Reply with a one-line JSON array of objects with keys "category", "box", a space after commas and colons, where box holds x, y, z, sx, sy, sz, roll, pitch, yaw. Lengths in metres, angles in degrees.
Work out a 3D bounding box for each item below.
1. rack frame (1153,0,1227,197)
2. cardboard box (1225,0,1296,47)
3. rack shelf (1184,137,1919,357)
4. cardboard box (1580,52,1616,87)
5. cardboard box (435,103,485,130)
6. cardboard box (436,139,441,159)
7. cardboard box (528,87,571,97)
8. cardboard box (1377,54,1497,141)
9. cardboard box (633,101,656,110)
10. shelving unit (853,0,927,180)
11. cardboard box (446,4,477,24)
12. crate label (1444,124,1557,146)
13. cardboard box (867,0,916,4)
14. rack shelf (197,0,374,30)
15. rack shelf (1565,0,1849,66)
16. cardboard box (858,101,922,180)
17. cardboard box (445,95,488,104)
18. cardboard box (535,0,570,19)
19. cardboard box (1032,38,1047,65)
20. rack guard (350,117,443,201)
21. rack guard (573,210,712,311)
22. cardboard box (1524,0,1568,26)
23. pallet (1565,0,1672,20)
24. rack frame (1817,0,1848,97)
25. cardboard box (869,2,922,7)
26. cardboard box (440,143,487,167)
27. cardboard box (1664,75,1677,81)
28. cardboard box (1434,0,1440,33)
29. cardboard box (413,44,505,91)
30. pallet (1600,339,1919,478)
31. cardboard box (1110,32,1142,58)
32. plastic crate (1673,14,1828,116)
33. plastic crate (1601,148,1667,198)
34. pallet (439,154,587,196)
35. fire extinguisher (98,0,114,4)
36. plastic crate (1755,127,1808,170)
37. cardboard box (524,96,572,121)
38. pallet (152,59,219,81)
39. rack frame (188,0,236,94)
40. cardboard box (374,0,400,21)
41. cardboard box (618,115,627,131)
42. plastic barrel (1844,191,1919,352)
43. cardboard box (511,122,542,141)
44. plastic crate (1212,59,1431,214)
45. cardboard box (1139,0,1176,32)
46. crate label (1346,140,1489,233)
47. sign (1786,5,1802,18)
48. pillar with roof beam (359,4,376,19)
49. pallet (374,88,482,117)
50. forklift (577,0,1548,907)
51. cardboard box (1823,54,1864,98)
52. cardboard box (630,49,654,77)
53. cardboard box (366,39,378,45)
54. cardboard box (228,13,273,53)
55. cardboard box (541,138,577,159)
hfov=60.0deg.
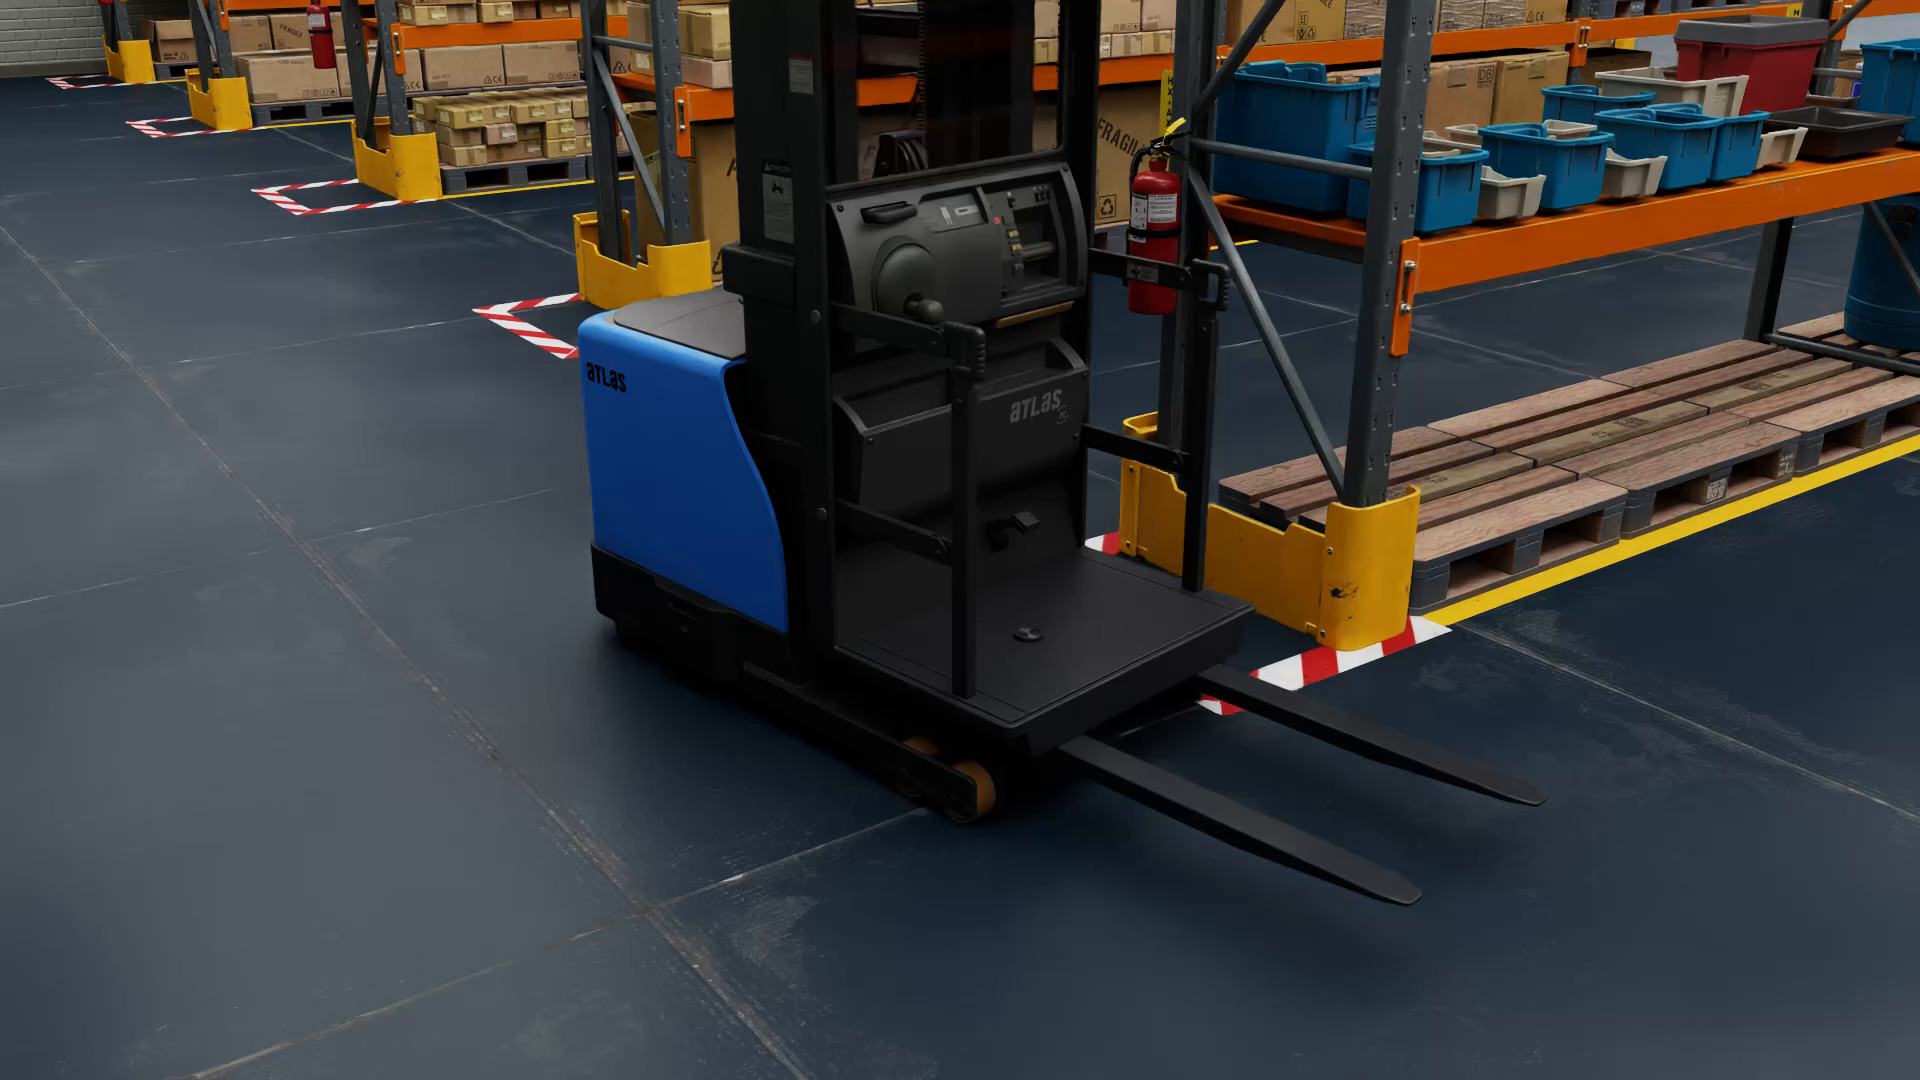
[{"category": "rack frame", "box": [1.424, -3.594, 11.355, 0.127, 3.000, 1.000, -15, 26, -33]}, {"category": "cardboard box", "box": [1.943, -3.665, 11.398, 0.500, 0.500, 0.500, -15, 26, -33]}, {"category": "rack shelf", "box": [2.693, -1.337, 6.670, 4.000, 0.370, 1.077, -15, 26, -33]}, {"category": "cardboard box", "box": [5.197, -4.005, 14.154, 0.500, 0.250, 0.500, -14, 26, -31]}, {"category": "cardboard box", "box": [-4.014, -3.401, 13.348, 0.250, 0.149, 0.380, -16, 27, -35]}, {"category": "cardboard box", "box": [-4.332, -3.290, 13.873, 0.250, 0.149, 0.380, -14, 26, -32]}, {"category": "cardboard box", "box": [-3.550, -3.823, 14.408, 0.250, 0.149, 0.380, -14, 26, -31]}, {"category": "cardboard box", "box": [3.370, -3.334, 13.005, 0.875, 0.875, 1.225, -15, 26, -33]}, {"category": "cardboard box", "box": [-2.809, -3.775, 14.286, 0.250, 0.149, 0.380, -15, 26, -33]}, {"category": "shelving unit", "box": [-0.071, -0.945, 5.932, 0.431, 2.100, 0.503, 18, 28, 38]}, {"category": "cardboard box", "box": [-4.001, -4.164, 13.124, 0.250, 0.149, 0.380, -14, 26, -31]}, {"category": "crate label", "box": [2.081, -1.500, 6.384, 0.243, 0.136, 0.396, -15, 26, -33]}, {"category": "cardboard box", "box": [-0.453, -3.390, 9.633, 0.500, 0.500, 0.500, -16, 27, -34]}, {"category": "rack shelf", "box": [-5.987, -5.808, 17.875, 4.000, 0.370, 1.077, -15, 26, -33]}, {"category": "rack shelf", "box": [6.294, -4.558, 14.743, 4.000, 0.370, 1.077, -15, 26, -33]}, {"category": "cardboard box", "box": [-0.612, -2.296, 10.403, 0.875, 0.875, 0.875, -15, 26, -33]}, {"category": "cardboard box", "box": [-4.119, -3.617, 13.891, 0.250, 0.149, 0.380, -14, 26, -32]}, {"category": "cardboard box", "box": [-3.386, -4.355, 13.602, 0.250, 0.149, 0.380, -15, 26, -33]}, {"category": "cardboard box", "box": [0.325, -3.034, 10.292, 0.250, 0.149, 0.380, -15, 26, -34]}, {"category": "rack guard", "box": [-4.576, -3.098, 13.484, 0.348, 0.500, 1.175, -15, 26, -33]}, {"category": "rack guard", "box": [-1.843, -1.562, 9.636, 0.348, 0.500, 1.175, -15, 26, -33]}, {"category": "cardboard box", "box": [4.415, -4.325, 13.052, 0.500, 0.500, 0.500, -14, 26, -31]}, {"category": "pallet", "box": [5.187, -4.557, 14.027, 1.003, 0.211, 1.213, -15, 26, -33]}, {"category": "rack frame", "box": [7.918, -5.325, 15.695, 0.127, 3.000, 1.000, -15, 26, -33]}, {"category": "cardboard box", "box": [-0.448, -3.041, 9.772, 0.500, 0.250, 0.500, -16, 27, -35]}, {"category": "cardboard box", "box": [-4.026, -3.130, 13.473, 0.250, 0.149, 0.380, -14, 26, -32]}, {"category": "cardboard box", "box": [6.102, -3.903, 14.909, 0.500, 0.500, 0.700, -12, 25, -28]}, {"category": "cardboard box", "box": [3.174, -3.995, 12.227, 0.500, 0.500, 0.500, -14, 26, -32]}, {"category": "cardboard box", "box": [-5.662, -5.283, 18.478, 0.875, 0.438, 0.875, -16, 27, -34]}, {"category": "pallet", "box": [3.742, -0.638, 7.710, 1.213, 0.211, 1.003, -15, 26, -33]}, {"category": "cardboard box", "box": [0.950, -3.201, 10.711, 0.250, 0.149, 0.380, -15, 26, -34]}, {"category": "plastic crate", "box": [3.445, -2.044, 7.303, 0.583, 0.464, 0.402, -15, 26, -33]}, {"category": "plastic crate", "box": [2.322, -1.289, 5.854, 0.298, 0.136, 0.250, -15, 26, -33]}, {"category": "pallet", "box": [-3.896, -3.129, 13.952, 1.213, 0.211, 1.003, -15, 26, -33]}, {"category": "fire extinguisher", "box": [-10.362, -6.822, 20.053, 0.183, 0.674, 0.296, -15, 26, -33]}, {"category": "plastic crate", "box": [3.079, -1.542, 6.488, 0.466, 0.136, 0.293, -15, 26, -33]}, {"category": "cardboard box", "box": [-3.428, -3.591, 13.826, 0.250, 0.149, 0.380, -16, 27, -35]}, {"category": "pallet", "box": [-9.804, -6.096, 21.389, 1.213, 0.211, 1.003, -15, 26, -33]}, {"category": "rack frame", "box": [-7.611, -5.709, 16.657, 0.127, 3.000, 1.000, -15, 26, -33]}, {"category": "cardboard box", "box": [-4.538, -4.281, 13.416, 0.250, 0.149, 0.380, -15, 26, -33]}, {"category": "cardboard box", "box": [-3.033, -3.589, 14.223, 0.250, 0.149, 0.380, -13, 25, -30]}, {"category": "plastic barrel", "box": [4.768, -1.437, 8.214, 0.708, 0.901, 0.600, -15, 26, -33]}, {"category": "cardboard box", "box": [-3.660, -3.409, 13.771, 0.250, 0.149, 0.380, -15, 26, -32]}, {"category": "plastic crate", "box": [1.232, -1.411, 5.756, 0.499, 0.435, 0.616, -15, 26, -33]}, {"category": "cardboard box", "box": [1.219, -3.488, 10.891, 0.500, 0.250, 0.500, -15, 26, -34]}, {"category": "crate label", "box": [1.462, -1.142, 5.357, 0.303, 0.233, 0.416, -15, 26, -33]}, {"category": "sign", "box": [3.997, -2.398, 7.986, 0.005, 0.325, 0.100, -15, 26, -33]}, {"category": "pillar with roof beam", "box": [-5.843, -9.679, 18.511, 0.400, 9.000, 9.100, -15, 26, -33]}, {"category": "pallet", "box": [-6.018, -4.873, 18.325, 1.213, 0.211, 1.003, -15, 26, -33]}, {"category": "forklift", "box": [0.169, -0.816, 4.486, 3.031, 2.935, 1.130, 20, 29, 41]}, {"category": "cardboard box", "box": [8.726, -4.560, 16.583, 0.500, 0.500, 0.500, -7, 23, -16]}, {"category": "cardboard box", "box": [-1.726, -2.788, 9.674, 0.250, 0.149, 0.380, -14, 26, -32]}, {"category": "cardboard box", "box": [-7.836, -6.707, 22.279, 0.258, 0.266, 0.396, -14, 26, -31]}, {"category": "cardboard box", "box": [-9.244, -6.513, 21.477, 0.500, 0.500, 0.700, -14, 26, -31]}, {"category": "cardboard box", "box": [-3.392, -3.290, 13.873, 0.250, 0.149, 0.380, -15, 26, -32]}]
